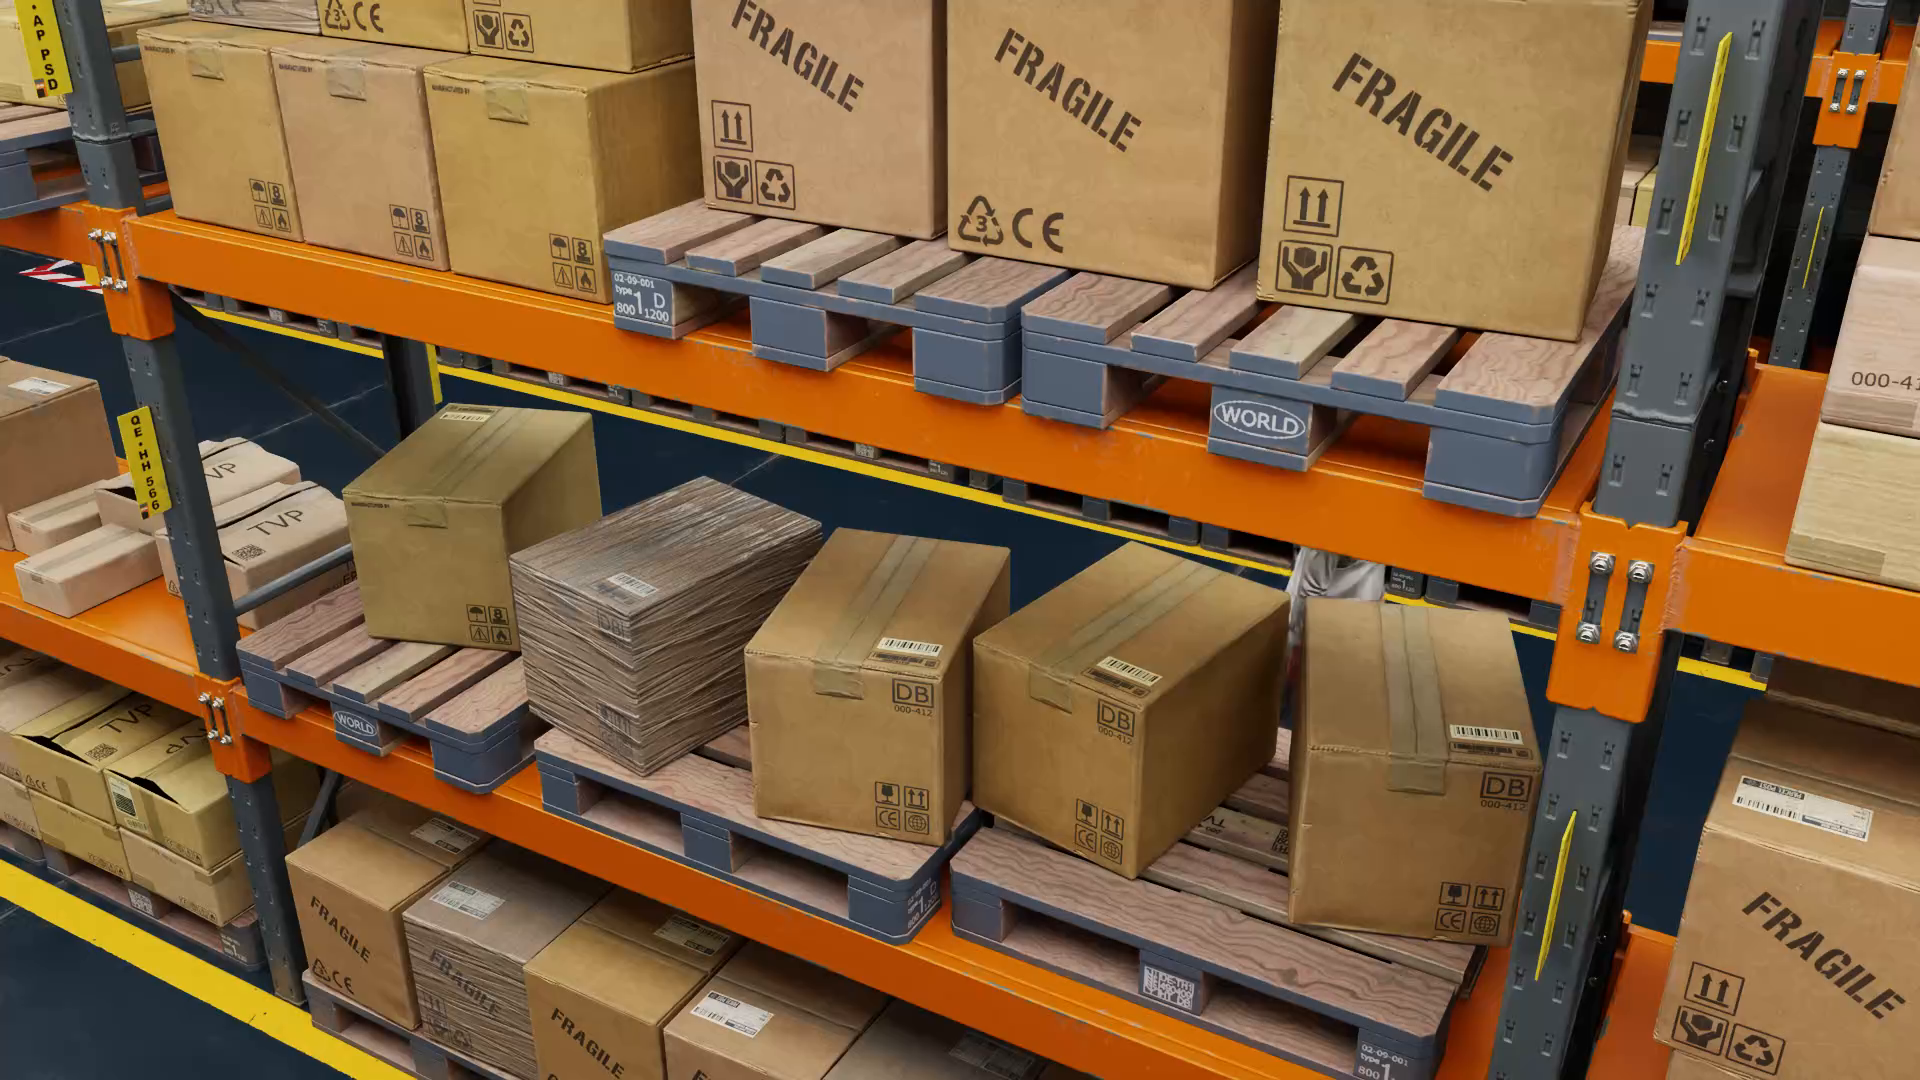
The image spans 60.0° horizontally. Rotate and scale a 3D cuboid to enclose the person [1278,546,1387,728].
[{"bbox_3d":[1.428,0.342,6.425,0.795,1.802,0.564,8,27,15],"label":"person"}]
